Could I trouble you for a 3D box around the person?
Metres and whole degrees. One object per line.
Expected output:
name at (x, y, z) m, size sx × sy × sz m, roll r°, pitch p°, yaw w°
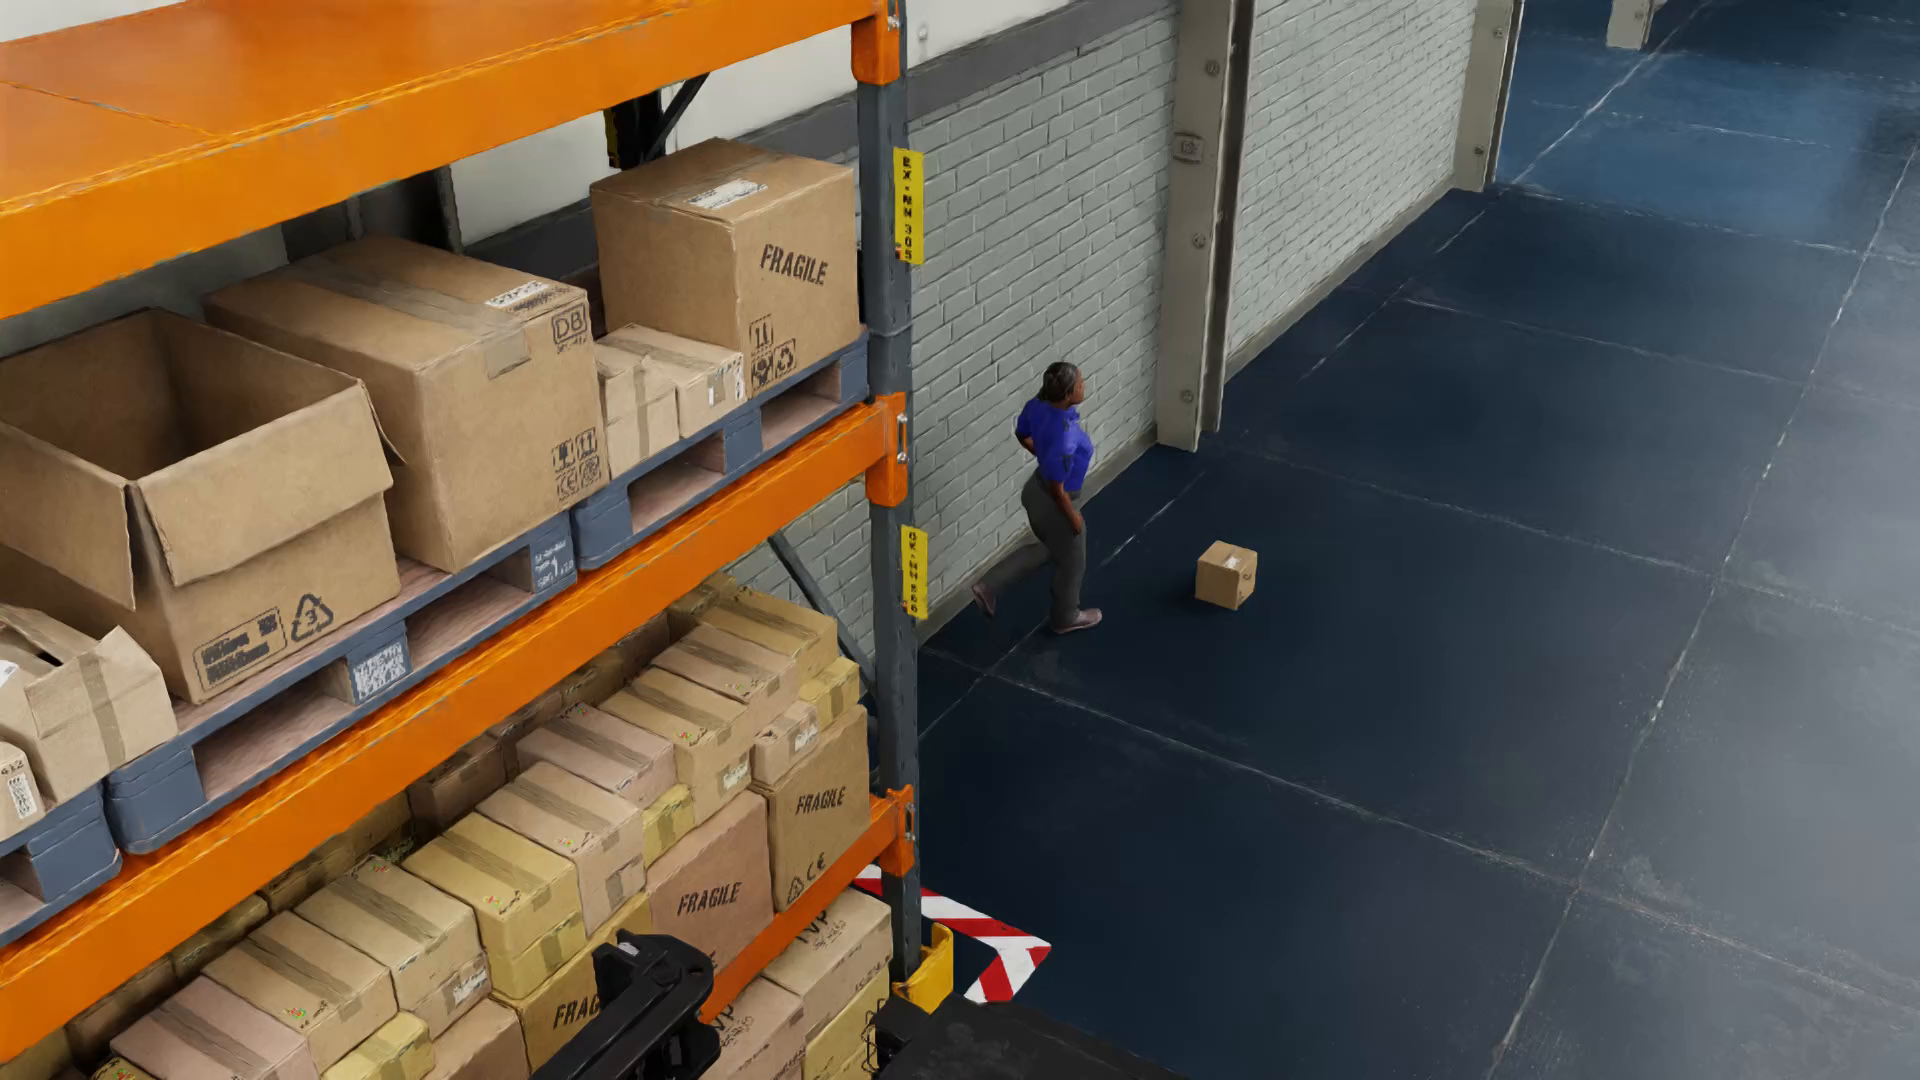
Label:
person at (0.455, -0.170, 8.413) m, size 0.720 × 1.634 × 0.586 m, roll -9°, pitch 32°, yaw -15°
